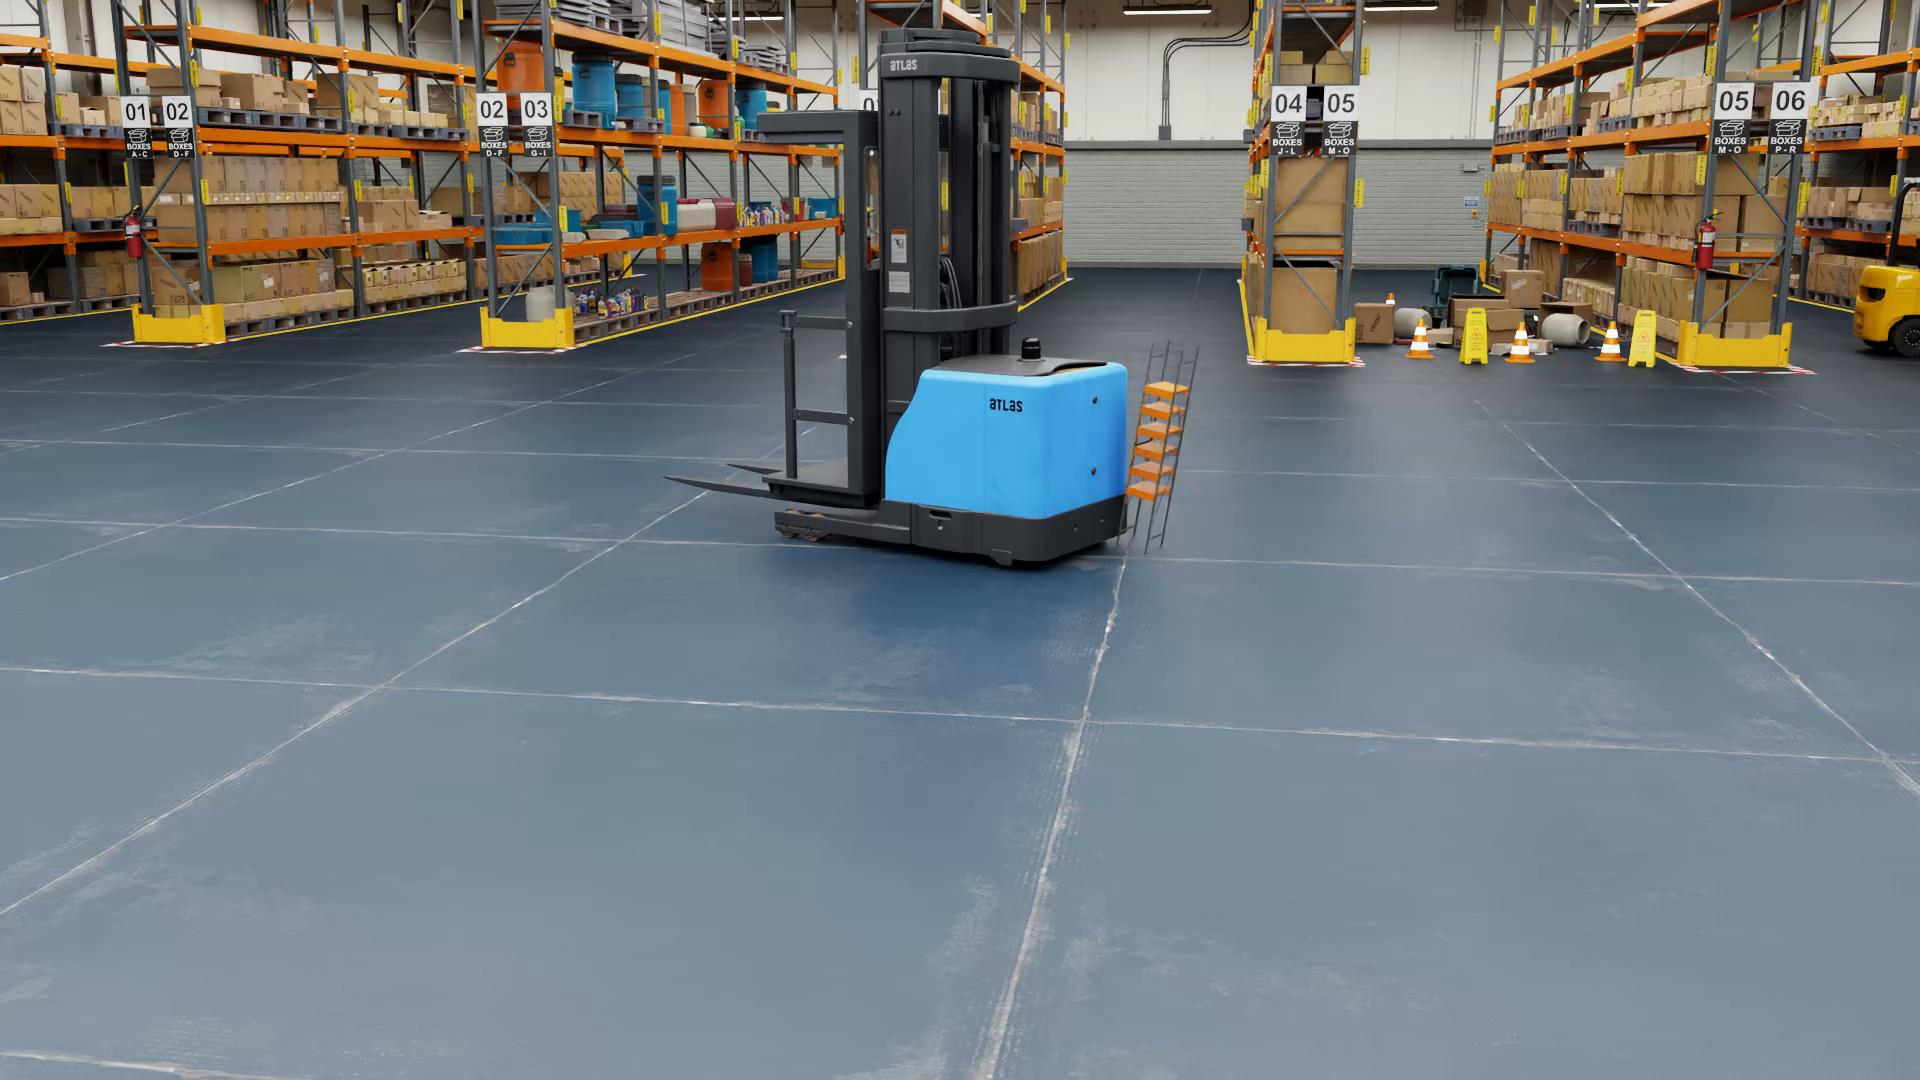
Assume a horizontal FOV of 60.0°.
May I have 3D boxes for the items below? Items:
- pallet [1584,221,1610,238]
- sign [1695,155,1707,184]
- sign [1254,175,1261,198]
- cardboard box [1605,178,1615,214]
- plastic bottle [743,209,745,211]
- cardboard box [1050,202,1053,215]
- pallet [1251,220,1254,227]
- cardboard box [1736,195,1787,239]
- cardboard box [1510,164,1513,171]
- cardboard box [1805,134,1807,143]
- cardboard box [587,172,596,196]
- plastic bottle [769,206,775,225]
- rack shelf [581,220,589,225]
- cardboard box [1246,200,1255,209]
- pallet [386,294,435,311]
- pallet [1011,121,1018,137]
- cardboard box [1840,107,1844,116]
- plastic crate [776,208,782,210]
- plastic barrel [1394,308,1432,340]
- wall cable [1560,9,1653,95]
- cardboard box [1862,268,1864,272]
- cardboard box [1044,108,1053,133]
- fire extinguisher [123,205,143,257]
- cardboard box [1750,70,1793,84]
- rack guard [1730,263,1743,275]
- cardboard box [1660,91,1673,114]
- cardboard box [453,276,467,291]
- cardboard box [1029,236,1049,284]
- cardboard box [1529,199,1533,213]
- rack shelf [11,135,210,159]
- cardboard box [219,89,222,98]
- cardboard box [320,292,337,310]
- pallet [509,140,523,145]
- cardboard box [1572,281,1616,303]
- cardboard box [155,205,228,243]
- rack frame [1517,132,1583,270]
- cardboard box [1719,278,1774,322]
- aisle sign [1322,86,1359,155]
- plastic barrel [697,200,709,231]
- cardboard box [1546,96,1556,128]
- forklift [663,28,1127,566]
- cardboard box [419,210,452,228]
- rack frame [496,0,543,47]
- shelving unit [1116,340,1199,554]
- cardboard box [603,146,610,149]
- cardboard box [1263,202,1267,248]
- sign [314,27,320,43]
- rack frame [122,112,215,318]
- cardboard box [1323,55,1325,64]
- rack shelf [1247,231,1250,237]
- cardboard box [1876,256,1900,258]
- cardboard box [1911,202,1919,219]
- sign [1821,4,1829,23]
[{"bbox_3d":[10.031,-4.669,24.993,1.003,0.211,1.213,2,12,9],"label":"pallet"},{"bbox_3d":[8.519,-4.253,19.111,0.100,0.325,0.005,2,12,9],"label":"sign"},{"bbox_3d":[4.235,-5.026,23.632,0.100,0.325,0.005,2,12,9],"label":"sign"},{"bbox_3d":[9.599,-4.950,23.901,0.500,0.500,0.500,2,12,9],"label":"cardboard box"},{"bbox_3d":[-4.254,-6.371,32.711,0.061,0.283,0.133,2,12,9],"label":"plastic bottle"},{"bbox_3d":[1.604,-6.703,33.624,0.500,0.250,0.500,2,12,10],"label":"cardboard box"},{"bbox_3d":[5.652,-5.635,29.476,1.003,0.211,1.213,2,12,9],"label":"pallet"},{"bbox_3d":[9.411,-3.795,19.537,0.500,0.500,0.500,2,12,8],"label":"cardboard box"},{"bbox_3d":[10.925,-7.254,32.381,0.380,0.149,0.250,2,12,9],"label":"cardboard box"},{"bbox_3d":[15.619,-7.327,30.350,0.380,0.149,0.250,2,12,9],"label":"cardboard box"},{"bbox_3d":[-8.083,-7.600,35.528,0.500,0.500,0.500,2,12,10],"label":"cardboard box"},{"bbox_3d":[-3.623,-6.226,31.879,0.144,0.351,0.185,2,12,9],"label":"plastic bottle"},{"bbox_3d":[-8.363,-6.716,35.745,1.077,0.370,4.000,2,12,9],"label":"rack shelf"},{"bbox_3d":[5.014,-5.661,28.034,0.380,0.149,0.250,2,12,10],"label":"cardboard box"},{"bbox_3d":[-9.641,-4.032,28.203,1.003,0.211,1.213,2,12,9],"label":"pallet"},{"bbox_3d":[0.244,-6.380,25.803,1.213,0.211,1.003,2,12,9],"label":"pallet"},{"bbox_3d":[15.289,-7.325,28.398,0.380,0.149,0.250,2,12,9],"label":"cardboard box"},{"bbox_3d":[-3.773,-6.893,35.113,0.416,0.233,0.300,2,12,9],"label":"plastic crate"},{"bbox_3d":[6.114,-2.937,22.619,0.421,0.421,0.512,-10,16,-40],"label":"plastic barrel"},{"bbox_3d":[15.611,-10.863,38.948,2.988,3.039,0.133,2,12,9],"label":"wall cable"},{"bbox_3d":[15.140,-4.198,27.290,0.500,0.500,0.500,2,12,8],"label":"cardboard box"},{"bbox_3d":[1.486,-8.480,33.630,0.700,0.500,0.500,2,12,11],"label":"cardboard box"},{"bbox_3d":[-10.993,-4.106,22.110,0.296,0.674,0.183,2,12,9],"label":"fire extinguisher"},{"bbox_3d":[9.320,-5.311,19.102,0.380,0.149,0.250,2,12,8],"label":"cardboard box"},{"bbox_3d":[16.418,-5.444,34.065,1.175,0.500,0.348,2,12,9],"label":"rack guard"},{"bbox_3d":[9.106,-5.482,20.842,0.500,0.250,0.500,2,12,9],"label":"cardboard box"},{"bbox_3d":[-9.125,-4.563,29.574,0.500,0.250,0.500,2,12,10],"label":"cardboard box"},{"bbox_3d":[1.039,-5.363,31.803,1.225,0.875,0.875,2,12,9],"label":"cardboard box"},{"bbox_3d":[10.511,-5.988,29.827,0.500,0.250,0.500,2,12,10],"label":"cardboard box"},{"bbox_3d":[-14.488,-6.677,28.443,1.077,0.370,4.000,2,12,9],"label":"rack shelf"},{"bbox_3d":[-10.514,-6.214,23.470,0.500,0.311,0.500,3,13,15],"label":"cardboard box"},{"bbox_3d":[-9.843,-3.640,25.293,0.500,0.250,0.500,2,12,9],"label":"cardboard box"},{"bbox_3d":[-8.996,-7.676,31.820,1.213,0.211,1.003,2,12,9],"label":"pallet"},{"bbox_3d":[10.092,-3.826,25.865,0.950,0.372,0.625,2,12,8],"label":"cardboard box"},{"bbox_3d":[-10.431,-4.299,22.585,0.700,0.500,0.500,2,12,9],"label":"cardboard box"},{"bbox_3d":[10.910,-6.009,30.755,1.000,3.000,0.127,2,12,9],"label":"rack frame"},{"bbox_3d":[9.465,-2.902,20.090,0.500,0.500,0.500,1,12,7],"label":"cardboard box"},{"bbox_3d":[4.443,-4.896,19.423,0.394,0.787,0.004,2,12,9],"label":"aisle sign"},{"bbox_3d":[-4.404,-5.403,27.681,0.421,0.512,0.421,0,12,0],"label":"plastic barrel"},{"bbox_3d":[10.279,-7.273,28.266,0.500,0.500,0.500,2,12,9],"label":"cardboard box"},{"bbox_3d":[-0.512,-1.508,10.032,3.031,2.935,1.130,8,15,34],"label":"forklift"},{"bbox_3d":[-9.385,-5.701,29.538,0.500,0.311,0.500,3,12,12],"label":"cardboard box"},{"bbox_3d":[-8.670,-9.584,33.105,1.000,3.000,0.127,2,12,9],"label":"rack frame"},{"bbox_3d":[1.136,-0.533,9.580,0.189,1.200,0.258,18,19,28],"label":"shelving unit"},{"bbox_3d":[-7.961,-8.658,36.284,0.500,0.250,0.500,2,12,9],"label":"cardboard box"},{"bbox_3d":[4.233,-3.917,20.694,0.875,0.550,0.550,2,12,9],"label":"cardboard box"},{"bbox_3d":[-13.028,-10.224,33.670,0.100,0.325,0.005,2,12,9],"label":"sign"},{"bbox_3d":[-10.516,-4.154,22.146,1.000,3.000,0.127,2,12,9],"label":"rack frame"},{"bbox_3d":[4.602,-5.802,20.145,0.380,0.149,0.250,2,12,8],"label":"cardboard box"},{"bbox_3d":[6.311,-6.213,33.409,1.077,0.370,4.000,2,12,9],"label":"rack shelf"},{"bbox_3d":[15.817,-4.741,28.267,0.380,0.149,0.250,1,12,6],"label":"cardboard box"},{"bbox_3d":[14.812,-4.998,25.236,0.500,0.250,0.500,2,12,10],"label":"cardboard box"},{"bbox_3d":[15.282,-9.298,29.372,0.100,0.325,0.005,2,12,9],"label":"sign"}]
